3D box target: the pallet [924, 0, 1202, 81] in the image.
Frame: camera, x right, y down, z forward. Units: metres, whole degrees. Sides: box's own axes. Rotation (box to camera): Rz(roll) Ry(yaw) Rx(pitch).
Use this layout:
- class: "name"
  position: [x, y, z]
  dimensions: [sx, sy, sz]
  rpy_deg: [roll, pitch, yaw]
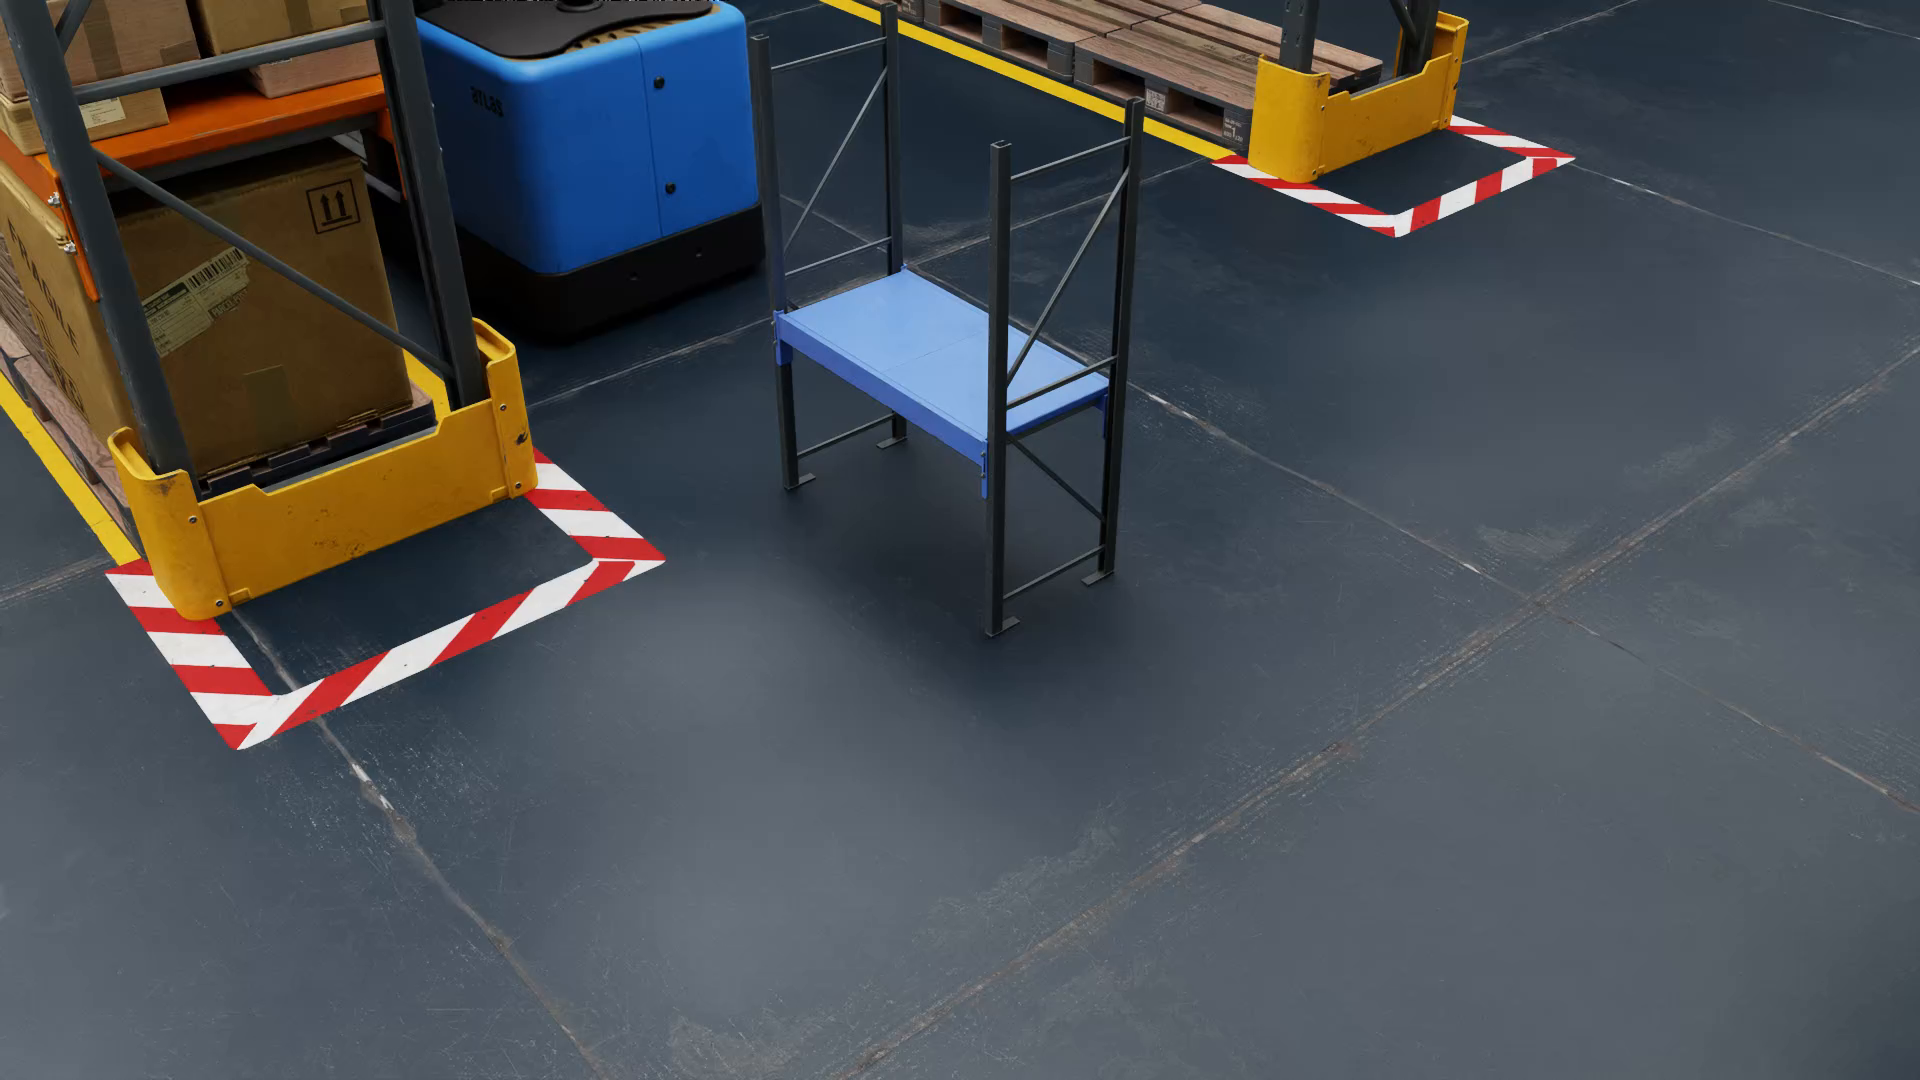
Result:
- class: "pallet"
  position: [0.554, -2.899, 9.161]
  dimensions: [1.003, 0.211, 1.213]
  rpy_deg: [-26, 43, -32]

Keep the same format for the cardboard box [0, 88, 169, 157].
- class: "cardboard box"
  position: [-2.426, -1.205, 4.573]
  dimensions: [0.380, 0.149, 0.250]
  rpy_deg: [-25, 42, -31]

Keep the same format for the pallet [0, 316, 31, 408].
- class: "pallet"
  position: [-3.303, -0.997, 6.475]
  dimensions: [1.003, 0.211, 1.213]
  rpy_deg: [-26, 43, -32]

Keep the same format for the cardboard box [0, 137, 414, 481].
- class: "cardboard box"
  position: [-2.418, -0.830, 5.302]
  dimensions: [0.875, 0.875, 0.875]
  rpy_deg: [-26, 43, -32]

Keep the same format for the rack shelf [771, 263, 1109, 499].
- class: "rack shelf"
  position: [-0.055, -0.503, 4.974]
  dimensions: [0.538, 0.185, 1.000]
  rpy_deg: [-26, 43, -32]

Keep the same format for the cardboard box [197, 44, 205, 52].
- class: "cardboard box"
  position: [-2.253, -1.676, 5.238]
  dimensions: [0.380, 0.149, 0.250]
  rpy_deg: [-27, 43, -33]

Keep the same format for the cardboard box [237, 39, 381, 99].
- class: "cardboard box"
  position: [-1.921, -1.450, 4.920]
  dimensions: [0.380, 0.149, 0.250]
  rpy_deg: [-25, 43, -31]

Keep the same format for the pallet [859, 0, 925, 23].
- class: "pallet"
  position: [-0.238, -3.438, 9.922]
  dimensions: [1.003, 0.211, 1.213]
  rpy_deg: [-26, 43, -32]

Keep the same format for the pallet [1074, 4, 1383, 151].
- class: "pallet"
  position: [1.337, -2.361, 8.401]
  dimensions: [1.003, 0.211, 1.213]
  rpy_deg: [-26, 43, -32]

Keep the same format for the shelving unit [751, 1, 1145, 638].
- class: "shelving unit"
  position: [-0.055, -0.650, 4.870]
  dimensions: [0.538, 1.500, 1.048]
  rpy_deg: [-26, 43, -32]

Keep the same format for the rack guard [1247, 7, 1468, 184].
- class: "rack guard"
  position: [1.865, -2.094, 7.775]
  dimensions: [1.175, 0.500, 0.348]
  rpy_deg: [-26, 43, -32]

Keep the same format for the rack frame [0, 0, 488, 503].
- class: "rack frame"
  position: [-1.944, -1.273, 4.452]
  dimensions: [1.000, 3.000, 0.127]
  rpy_deg: [-26, 43, -32]

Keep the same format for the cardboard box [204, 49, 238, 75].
- class: "cardboard box"
  position: [-2.088, -1.563, 5.079]
  dimensions: [0.380, 0.149, 0.250]
  rpy_deg: [-27, 43, -32]

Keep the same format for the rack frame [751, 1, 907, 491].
- class: "rack frame"
  position: [-0.383, -0.874, 5.187]
  dimensions: [0.500, 1.500, 0.032]
  rpy_deg: [-26, 43, -32]

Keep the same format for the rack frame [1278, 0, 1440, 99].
- class: "rack frame"
  position: [1.839, -3.120, 7.060]
  dimensions: [1.000, 3.000, 0.127]
  rpy_deg: [-26, 43, -32]

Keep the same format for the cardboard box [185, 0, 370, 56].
- class: "cardboard box"
  position: [-2.048, -1.646, 4.851]
  dimensions: [0.500, 0.250, 0.500]
  rpy_deg: [-27, 43, -33]

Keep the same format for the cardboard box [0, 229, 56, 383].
- class: "cardboard box"
  position: [-3.006, -1.232, 5.869]
  dimensions: [0.875, 0.875, 0.875]
  rpy_deg: [-26, 43, -32]

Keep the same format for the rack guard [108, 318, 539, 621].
- class: "rack guard"
  position: [-1.929, -0.242, 5.160]
  dimensions: [1.175, 0.500, 0.348]
  rpy_deg: [-26, 43, -32]

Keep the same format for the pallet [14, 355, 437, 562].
- class: "pallet"
  position: [-2.520, -0.459, 5.715]
  dimensions: [1.003, 0.211, 1.213]
  rpy_deg: [-26, 43, -32]

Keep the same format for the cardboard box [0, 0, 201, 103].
- class: "cardboard box"
  position: [-2.460, -1.448, 4.572]
  dimensions: [0.500, 0.250, 0.500]
  rpy_deg: [-27, 43, -32]

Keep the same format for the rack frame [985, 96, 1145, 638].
- class: "rack frame"
  position: [0.273, -0.425, 4.553]
  dimensions: [0.500, 1.500, 0.032]
  rpy_deg: [-26, 43, -32]

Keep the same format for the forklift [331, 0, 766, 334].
- class: "forklift"
  position: [-2.158, -2.728, 6.566]
  dimensions: [1.130, 2.935, 3.031]
  rpy_deg: [-28, 44, -34]

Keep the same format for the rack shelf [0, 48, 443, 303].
- class: "rack shelf"
  position: [-3.235, -1.862, 5.907]
  dimensions: [1.077, 0.370, 4.000]
  rpy_deg: [-26, 43, -32]
